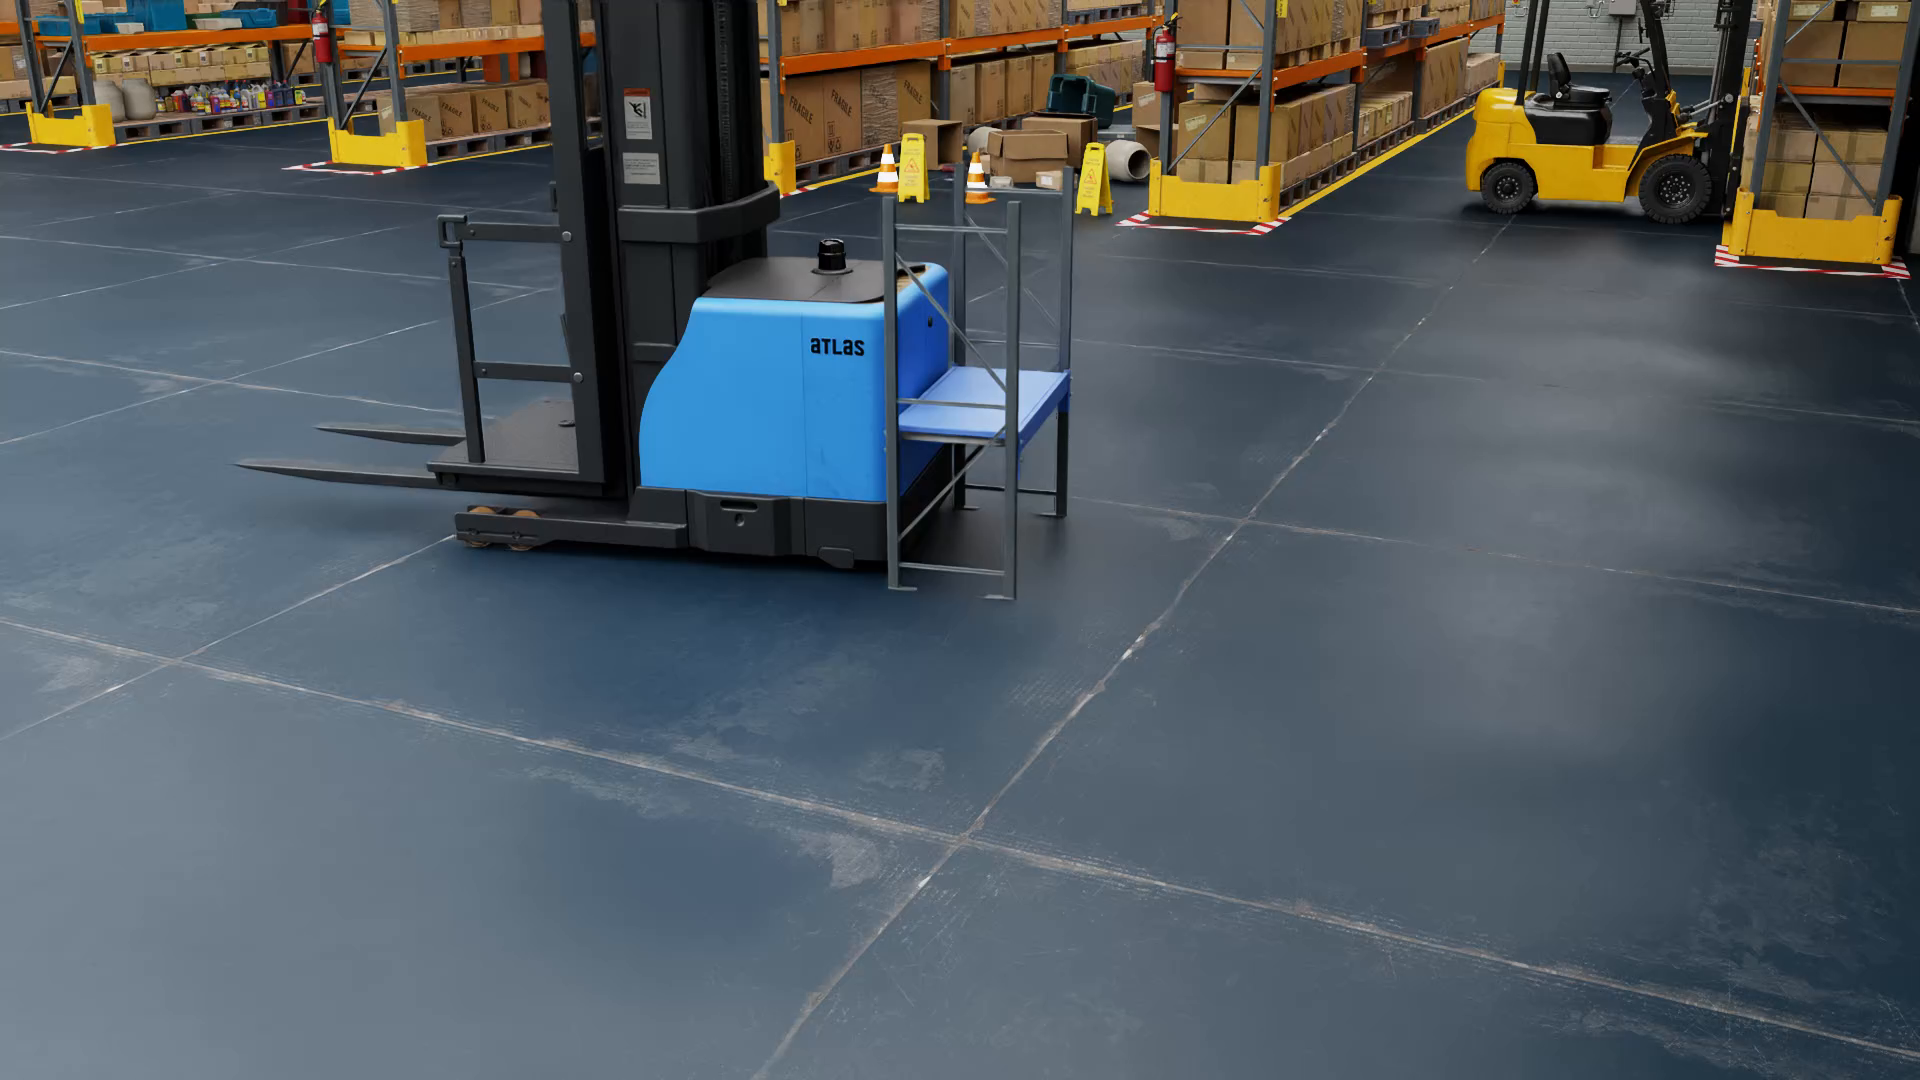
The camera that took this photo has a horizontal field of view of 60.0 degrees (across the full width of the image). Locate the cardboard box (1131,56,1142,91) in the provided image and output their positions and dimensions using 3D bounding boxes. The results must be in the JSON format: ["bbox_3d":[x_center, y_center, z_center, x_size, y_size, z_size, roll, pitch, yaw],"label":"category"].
[{"bbox_3d":[2.591,-7.462,26.578,0.500,0.500,0.500,8,21,22],"label":"cardboard box"}]

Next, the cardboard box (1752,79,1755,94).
[{"bbox_3d":[10.712,-5.804,21.916,0.500,0.500,0.500,8,21,21],"label":"cardboard box"}]

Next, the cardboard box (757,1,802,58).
[{"bbox_3d":[-2.139,-5.225,16.960,0.875,0.550,0.550,9,21,23],"label":"cardboard box"}]

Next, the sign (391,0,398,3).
[{"bbox_3d":[-6.239,-6.079,18.294,0.100,0.325,0.005,9,21,23],"label":"sign"}]

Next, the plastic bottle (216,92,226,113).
[{"bbox_3d":[-10.085,-5.964,22.676,0.097,0.271,0.097,0,20,0],"label":"plastic bottle"}]

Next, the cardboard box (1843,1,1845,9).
[{"bbox_3d":[8.054,-4.753,14.740,0.380,0.149,0.250,8,21,22],"label":"cardboard box"}]

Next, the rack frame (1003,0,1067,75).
[{"bbox_3d":[1.026,-7.480,23.525,1.000,3.000,0.127,9,21,23],"label":"rack frame"}]

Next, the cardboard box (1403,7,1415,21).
[{"bbox_3d":[5.347,-6.442,20.353,0.380,0.149,0.250,9,21,24],"label":"cardboard box"}]

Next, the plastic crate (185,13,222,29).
[{"bbox_3d":[-10.428,-7.172,22.976,0.450,0.188,0.662,9,21,23],"label":"plastic crate"}]

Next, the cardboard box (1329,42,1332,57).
[{"bbox_3d":[3.547,-4.965,16.829,0.380,0.149,0.250,8,21,22],"label":"cardboard box"}]

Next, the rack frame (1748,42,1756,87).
[{"bbox_3d":[13.389,-8.597,26.667,1.000,3.000,0.127,9,21,23],"label":"rack frame"}]

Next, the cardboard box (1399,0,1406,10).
[{"bbox_3d":[5.019,-6.559,19.715,0.500,0.500,0.500,8,21,20],"label":"cardboard box"}]

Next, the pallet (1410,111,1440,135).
[{"bbox_3d":[5.975,-5.748,22.818,1.003,0.211,1.213,9,21,23],"label":"pallet"}]

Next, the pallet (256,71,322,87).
[{"bbox_3d":[-12.154,-8.461,30.445,1.003,0.211,1.213,9,21,23],"label":"pallet"}]

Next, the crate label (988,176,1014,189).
[{"bbox_3d":[0.420,-3.643,17.008,0.250,0.136,0.298,-2,20,-5],"label":"crate label"}]

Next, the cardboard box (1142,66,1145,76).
[{"bbox_3d":[3.104,-7.764,27.509,0.380,0.149,0.250,10,22,25],"label":"cardboard box"}]

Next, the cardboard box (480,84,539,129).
[{"bbox_3d":[-5.706,-5.495,21.048,0.500,0.500,0.500,7,21,18],"label":"cardboard box"}]

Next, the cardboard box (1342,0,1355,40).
[{"bbox_3d":[3.786,-5.468,17.274,0.500,0.500,0.500,9,22,25],"label":"cardboard box"}]

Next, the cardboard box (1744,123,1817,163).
[{"bbox_3d":[6.741,-3.263,13.652,0.500,0.250,0.500,9,22,25],"label":"cardboard box"}]

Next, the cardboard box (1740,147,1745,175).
[{"bbox_3d":[7.159,-3.348,14.638,0.500,0.250,0.500,8,21,21],"label":"cardboard box"}]

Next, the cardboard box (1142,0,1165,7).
[{"bbox_3d":[3.097,-9.007,27.225,0.500,0.500,0.500,8,21,22],"label":"cardboard box"}]

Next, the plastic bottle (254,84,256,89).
[{"bbox_3d":[-10.155,-6.421,23.946,0.061,0.283,0.133,9,21,23],"label":"plastic bottle"}]

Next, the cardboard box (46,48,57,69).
[{"bbox_3d":[-17.262,-9.033,30.965,0.700,0.500,0.500,9,21,23],"label":"cardboard box"}]

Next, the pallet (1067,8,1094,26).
[{"bbox_3d":[1.221,-7.622,24.211,1.213,0.211,1.003,9,21,23],"label":"pallet"}]

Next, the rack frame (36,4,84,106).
[{"bbox_3d":[-14.132,-8.329,25.912,1.000,3.000,0.127,9,21,23],"label":"rack frame"}]

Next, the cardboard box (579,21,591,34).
[{"bbox_3d":[-5.027,-6.669,21.620,0.380,0.149,0.250,9,21,23],"label":"cardboard box"}]

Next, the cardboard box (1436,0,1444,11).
[{"bbox_3d":[6.229,-7.275,22.427,0.500,0.250,0.500,9,22,24],"label":"cardboard box"}]

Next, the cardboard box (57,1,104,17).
[{"bbox_3d":[-13.970,-8.415,26.378,0.500,0.250,0.500,10,22,26],"label":"cardboard box"}]

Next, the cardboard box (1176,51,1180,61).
[{"bbox_3d":[3.657,-8.389,28.820,0.380,0.149,0.250,9,21,23],"label":"cardboard box"}]

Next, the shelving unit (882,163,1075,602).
[{"bbox_3d":[0.095,-0.663,6.594,0.538,1.500,1.048,5,20,13],"label":"shelving unit"}]

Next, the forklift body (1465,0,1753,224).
[{"bbox_3d":[5.950,-4.136,15.389,2.313,2.155,1.214,9,21,23],"label":"forklift body"}]

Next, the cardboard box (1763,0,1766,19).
[{"bbox_3d":[9.686,-6.218,19.454,0.500,0.250,0.500,9,21,23],"label":"cardboard box"}]

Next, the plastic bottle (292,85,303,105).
[{"bbox_3d":[-9.510,-6.383,23.839,0.061,0.283,0.133,10,22,25],"label":"plastic bottle"}]

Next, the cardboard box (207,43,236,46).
[{"bbox_3d":[-12.976,-8.599,29.310,0.500,0.311,0.500,9,22,25],"label":"cardboard box"}]

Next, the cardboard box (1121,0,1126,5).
[{"bbox_3d":[2.369,-8.402,25.865,0.380,0.149,0.250,7,21,20],"label":"cardboard box"}]

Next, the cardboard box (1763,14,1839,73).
[{"bbox_3d":[7.230,-4.254,14.304,0.500,0.500,0.500,8,21,22],"label":"cardboard box"}]

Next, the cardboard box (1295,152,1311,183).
[{"bbox_3d":[3.106,-3.652,16.238,0.500,0.250,0.500,9,22,25],"label":"cardboard box"}]

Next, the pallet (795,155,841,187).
[{"bbox_3d":[-1.994,-3.976,17.833,1.003,0.211,1.213,9,21,23],"label":"pallet"}]

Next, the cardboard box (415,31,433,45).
[{"bbox_3d":[-6.279,-5.756,19.051,0.380,0.149,0.250,9,21,23],"label":"cardboard box"}]

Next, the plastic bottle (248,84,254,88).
[{"bbox_3d":[-10.252,-6.432,23.987,0.152,0.276,0.135,9,22,25],"label":"plastic bottle"}]

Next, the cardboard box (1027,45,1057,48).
[{"bbox_3d":[1.264,-7.254,24.875,0.500,0.250,0.500,9,21,23],"label":"cardboard box"}]

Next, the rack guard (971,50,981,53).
[{"bbox_3d":[-0.172,-9.467,32.841,1.175,0.500,0.348,9,21,23],"label":"rack guard"}]

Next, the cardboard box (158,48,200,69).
[{"bbox_3d":[-13.107,-8.058,27.790,0.500,0.311,0.500,9,22,24],"label":"cardboard box"}]

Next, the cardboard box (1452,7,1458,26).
[{"bbox_3d":[6.834,-7.505,23.819,0.500,0.250,0.500,8,21,21],"label":"cardboard box"}]

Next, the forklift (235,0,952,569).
[{"bbox_3d":[-1.607,-1.502,6.818,3.031,2.935,1.130,4,20,12],"label":"forklift"}]

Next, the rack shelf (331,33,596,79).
[{"bbox_3d":[-5.915,-6.018,20.488,1.077,0.370,4.000,9,21,23],"label":"rack shelf"}]

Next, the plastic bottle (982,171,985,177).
[{"bbox_3d":[0.199,-3.955,17.999,0.133,0.061,0.283,1,20,4],"label":"plastic bottle"}]

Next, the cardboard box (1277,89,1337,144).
[{"bbox_3d":[3.533,-4.335,17.039,0.500,0.500,0.500,10,22,26],"label":"cardboard box"}]

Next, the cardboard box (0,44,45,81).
[{"bbox_3d":[-14.338,-7.262,25.269,0.500,0.500,0.500,9,21,23],"label":"cardboard box"}]

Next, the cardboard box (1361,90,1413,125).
[{"bbox_3d":[5.343,-5.620,21.590,0.950,0.372,0.625,7,21,19],"label":"cardboard box"}]

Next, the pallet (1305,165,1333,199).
[{"bbox_3d":[3.204,-3.711,17.087,1.003,0.211,1.213,9,21,23],"label":"pallet"}]

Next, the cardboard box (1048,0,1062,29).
[{"bbox_3d":[1.087,-7.353,23.017,0.500,0.500,0.500,9,21,23],"label":"cardboard box"}]

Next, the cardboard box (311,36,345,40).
[{"bbox_3d":[-11.891,-9.584,31.396,0.500,0.250,0.500,8,21,22],"label":"cardboard box"}]
